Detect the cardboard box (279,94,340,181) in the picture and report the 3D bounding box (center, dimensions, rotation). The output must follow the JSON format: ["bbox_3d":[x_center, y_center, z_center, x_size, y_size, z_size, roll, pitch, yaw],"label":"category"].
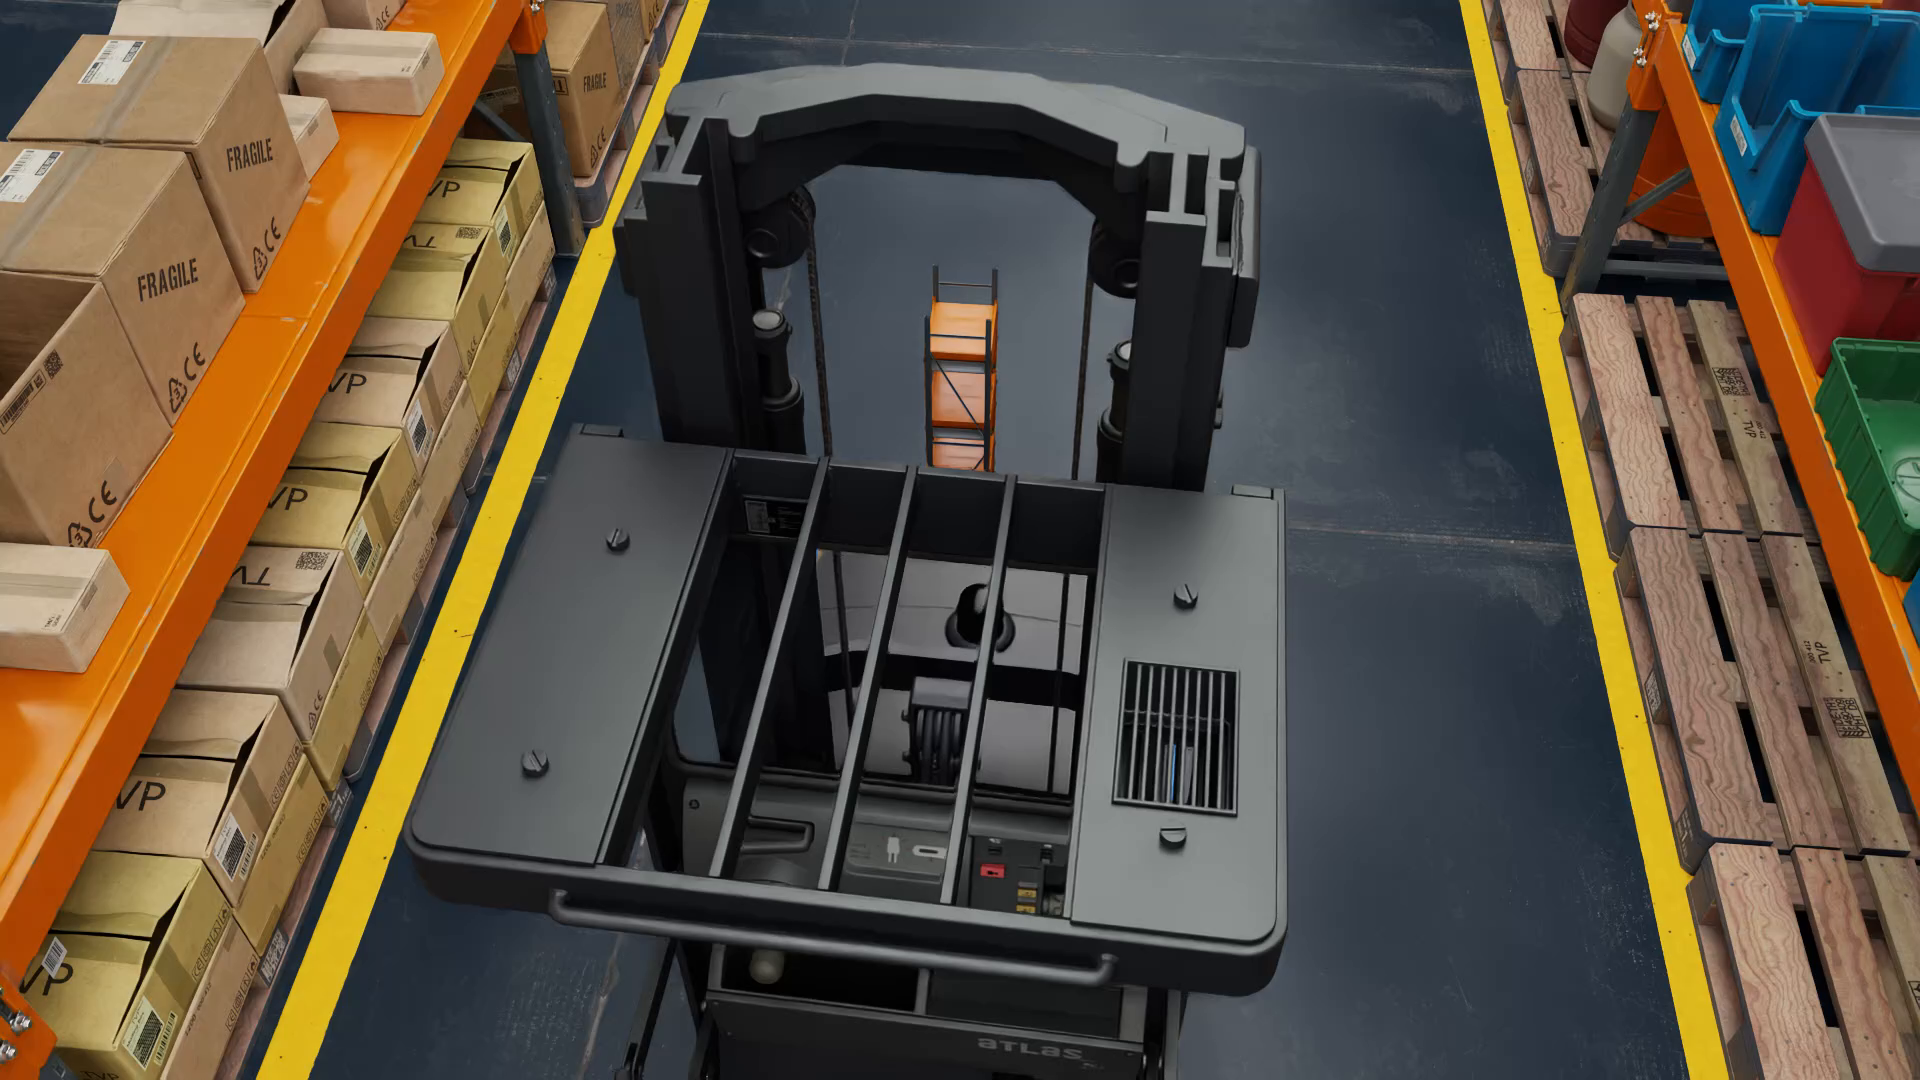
[{"bbox_3d":[-2.110,-1.214,4.998,0.380,0.149,0.250,7,48,6],"label":"cardboard box"}]

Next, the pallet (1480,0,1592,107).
[{"bbox_3d":[3.027,-2.439,7.838,1.003,0.211,1.213,4,48,4],"label":"pallet"}]

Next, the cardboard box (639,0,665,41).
[{"bbox_3d":[-1.631,-2.613,7.503,0.500,0.500,0.500,3,48,3],"label":"cardboard box"}]

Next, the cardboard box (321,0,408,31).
[{"bbox_3d":[-2.126,-1.945,5.557,0.500,0.311,0.500,7,48,6],"label":"cardboard box"}]

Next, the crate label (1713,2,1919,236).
[{"bbox_3d":[2.523,-1.204,4.795,0.502,0.435,0.616,4,48,4],"label":"crate label"}]

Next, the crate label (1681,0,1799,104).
[{"bbox_3d":[2.471,-1.563,5.260,0.303,0.233,0.416,4,48,4],"label":"crate label"}]

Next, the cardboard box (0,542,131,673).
[{"bbox_3d":[-2.130,0.147,3.753,0.380,0.149,0.250,4,48,4],"label":"cardboard box"}]

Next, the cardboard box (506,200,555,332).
[{"bbox_3d":[-1.855,-1.051,6.257,0.500,0.250,0.500,5,48,4],"label":"cardboard box"}]

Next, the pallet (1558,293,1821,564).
[{"bbox_3d":[2.773,-0.396,5.969,1.003,0.211,1.213,4,48,4],"label":"pallet"}]

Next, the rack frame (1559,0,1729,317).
[{"bbox_3d":[2.883,-1.904,5.459,1.000,3.000,0.127,4,48,4],"label":"rack frame"}]

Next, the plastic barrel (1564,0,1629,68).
[{"bbox_3d":[3.013,-2.422,7.282,0.600,0.588,0.708,4,48,4],"label":"plastic barrel"}]

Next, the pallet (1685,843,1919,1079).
[{"bbox_3d":[2.551,1.397,4.329,1.003,0.211,1.213,4,48,4],"label":"pallet"}]

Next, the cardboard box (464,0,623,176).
[{"bbox_3d":[-1.724,-1.860,6.814,0.500,0.500,0.500,6,48,5],"label":"cardboard box"}]

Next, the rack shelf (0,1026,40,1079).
[{"bbox_3d":[-2.597,2.412,1.999,1.077,0.370,4.000,4,48,4],"label":"rack shelf"}]

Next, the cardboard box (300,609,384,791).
[{"bbox_3d":[-2.038,0.450,4.885,0.500,0.250,0.500,3,48,2],"label":"cardboard box"}]

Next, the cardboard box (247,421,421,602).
[{"bbox_3d":[-1.990,-0.120,5.026,0.500,0.311,0.500,5,48,5],"label":"cardboard box"}]

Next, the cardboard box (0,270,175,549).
[{"bbox_3d":[-2.280,-0.285,3.910,0.500,0.500,0.500,7,48,6],"label":"cardboard box"}]

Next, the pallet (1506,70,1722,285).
[{"bbox_3d":[2.913,-1.545,7.020,1.003,0.211,1.213,4,48,4],"label":"pallet"}]

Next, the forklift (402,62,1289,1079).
[{"bbox_3d":[-0.097,0.789,3.042,1.130,2.935,3.031,6,48,5],"label":"forklift"}]

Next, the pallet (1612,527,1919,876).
[{"bbox_3d":[2.660,0.498,5.152,1.003,0.211,1.213,4,48,4],"label":"pallet"}]

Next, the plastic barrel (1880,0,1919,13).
[{"bbox_3d":[3.142,-1.589,5.078,0.600,0.536,0.708,4,48,4],"label":"plastic barrel"}]

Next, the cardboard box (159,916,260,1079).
[{"bbox_3d":[-2.131,1.206,4.193,0.500,0.250,0.500,3,48,3],"label":"cardboard box"}]

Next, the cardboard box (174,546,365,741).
[{"bbox_3d":[-2.032,0.262,4.677,0.500,0.311,0.500,2,48,2],"label":"cardboard box"}]

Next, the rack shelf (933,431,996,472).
[{"bbox_3d":[0.005,-0.199,5.611,0.215,0.259,0.240,4,48,4],"label":"rack shelf"}]

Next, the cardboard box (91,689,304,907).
[{"bbox_3d":[-2.078,0.642,4.329,0.500,0.311,0.500,3,48,3],"label":"cardboard box"}]

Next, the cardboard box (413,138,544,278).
[{"bbox_3d":[-1.852,-1.241,6.051,0.500,0.311,0.500,5,48,5],"label":"cardboard box"}]

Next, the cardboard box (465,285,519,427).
[{"bbox_3d":[-1.898,-0.672,5.910,0.500,0.250,0.500,3,48,3],"label":"cardboard box"}]

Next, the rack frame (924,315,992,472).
[{"bbox_3d":[-0.006,-0.304,5.317,0.200,1.050,0.008,4,48,4],"label":"rack frame"}]

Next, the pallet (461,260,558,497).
[{"bbox_3d":[-2.164,-0.696,6.244,1.003,0.211,1.213,4,48,4],"label":"pallet"}]

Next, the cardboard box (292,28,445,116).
[{"bbox_3d":[-1.857,-1.476,5.237,0.380,0.149,0.250,4,48,4],"label":"cardboard box"}]

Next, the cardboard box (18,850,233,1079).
[{"bbox_3d":[-2.129,1.009,3.993,0.500,0.311,0.500,4,48,4],"label":"cardboard box"}]

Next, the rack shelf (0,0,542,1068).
[{"bbox_3d":[-2.232,-0.527,4.687,1.077,0.370,4.000,4,48,4],"label":"rack shelf"}]

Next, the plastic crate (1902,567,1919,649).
[{"bbox_3d":[2.309,0.209,3.537,0.392,0.384,0.575,4,48,4],"label":"plastic crate"}]

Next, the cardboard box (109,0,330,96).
[{"bbox_3d":[-2.324,-1.566,5.210,0.500,0.311,0.500,3,48,3],"label":"cardboard box"}]

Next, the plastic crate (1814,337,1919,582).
[{"bbox_3d":[2.396,-0.192,4.036,0.450,0.188,0.662,4,48,4],"label":"plastic crate"}]

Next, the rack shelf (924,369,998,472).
[{"bbox_3d":[0.005,-0.386,5.406,0.215,0.259,0.240,4,48,4],"label":"rack shelf"}]

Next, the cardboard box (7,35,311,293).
[{"bbox_3d":[-2.186,-1.040,4.600,0.500,0.500,0.500,2,48,1],"label":"cardboard box"}]

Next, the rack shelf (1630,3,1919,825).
[{"bbox_3d":[2.700,-0.192,4.380,1.077,0.370,4.000,4,48,4],"label":"rack shelf"}]

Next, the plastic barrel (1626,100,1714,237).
[{"bbox_3d":[2.910,-1.674,6.434,0.600,0.830,0.708,4,48,4],"label":"plastic barrel"}]

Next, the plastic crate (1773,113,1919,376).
[{"bbox_3d":[2.431,-0.759,4.368,0.402,0.464,0.583,4,48,4],"label":"plastic crate"}]

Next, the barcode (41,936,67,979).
[{"bbox_3d":[-1.976,0.911,3.629,0.001,0.075,0.075,4,48,4],"label":"barcode"}]

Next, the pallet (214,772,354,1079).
[{"bbox_3d":[-2.386,1.096,4.604,1.003,0.211,1.213,4,48,4],"label":"pallet"}]

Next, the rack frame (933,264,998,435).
[{"bbox_3d":[0.016,-0.483,5.481,0.200,1.050,0.008,4,48,4],"label":"rack frame"}]

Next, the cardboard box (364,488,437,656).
[{"bbox_3d":[-1.991,0.076,5.227,0.500,0.250,0.500,5,48,4],"label":"cardboard box"}]

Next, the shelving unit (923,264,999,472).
[{"bbox_3d":[0.005,-0.394,5.399,0.215,1.050,0.252,4,48,4],"label":"shelving unit"}]

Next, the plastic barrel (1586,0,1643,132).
[{"bbox_3d":[2.873,-1.988,6.937,0.421,0.512,0.421,0,48,0],"label":"plastic barrel"}]

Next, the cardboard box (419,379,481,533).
[{"bbox_3d":[-1.947,-0.302,5.572,0.500,0.250,0.500,5,48,4],"label":"cardboard box"}]

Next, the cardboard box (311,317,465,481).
[{"bbox_3d":[-1.942,-0.488,5.363,0.500,0.311,0.500,4,48,3],"label":"cardboard box"}]

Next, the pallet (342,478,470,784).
[{"bbox_3d":[-2.277,0.198,5.426,1.003,0.211,1.213,4,48,4],"label":"pallet"}]

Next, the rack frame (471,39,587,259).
[{"bbox_3d":[-2.050,-2.240,5.766,1.000,3.000,0.127,4,48,4],"label":"rack frame"}]

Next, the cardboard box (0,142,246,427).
[{"bbox_3d":[-2.234,-0.653,4.246,0.500,0.500,0.500,4,48,4],"label":"cardboard box"}]

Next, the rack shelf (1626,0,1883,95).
[{"bbox_3d":[3.065,-3.131,7.068,1.077,0.370,4.000,4,48,4],"label":"rack shelf"}]

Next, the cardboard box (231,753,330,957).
[{"bbox_3d":[-2.083,0.830,4.536,0.500,0.250,0.500,5,48,5],"label":"cardboard box"}]

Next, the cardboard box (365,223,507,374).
[{"bbox_3d":[-1.893,-0.859,5.702,0.500,0.311,0.500,3,48,3],"label":"cardboard box"}]

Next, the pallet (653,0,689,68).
[{"bbox_3d":[-1.830,-2.739,8.112,1.003,0.211,1.213,4,48,4],"label":"pallet"}]

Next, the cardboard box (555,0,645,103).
[{"bbox_3d":[-1.682,-2.245,7.166,0.500,0.500,0.500,2,48,2],"label":"cardboard box"}]

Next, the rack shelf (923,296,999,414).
[{"bbox_3d":[0.005,-0.578,5.197,0.215,0.259,0.240,4,48,4],"label":"rack shelf"}]

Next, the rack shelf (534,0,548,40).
[{"bbox_3d":[-1.867,-3.467,7.376,1.077,0.370,4.000,4,48,4],"label":"rack shelf"}]

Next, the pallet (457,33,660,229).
[{"bbox_3d":[-1.944,-1.845,7.294,1.003,0.211,1.213,4,48,4],"label":"pallet"}]
